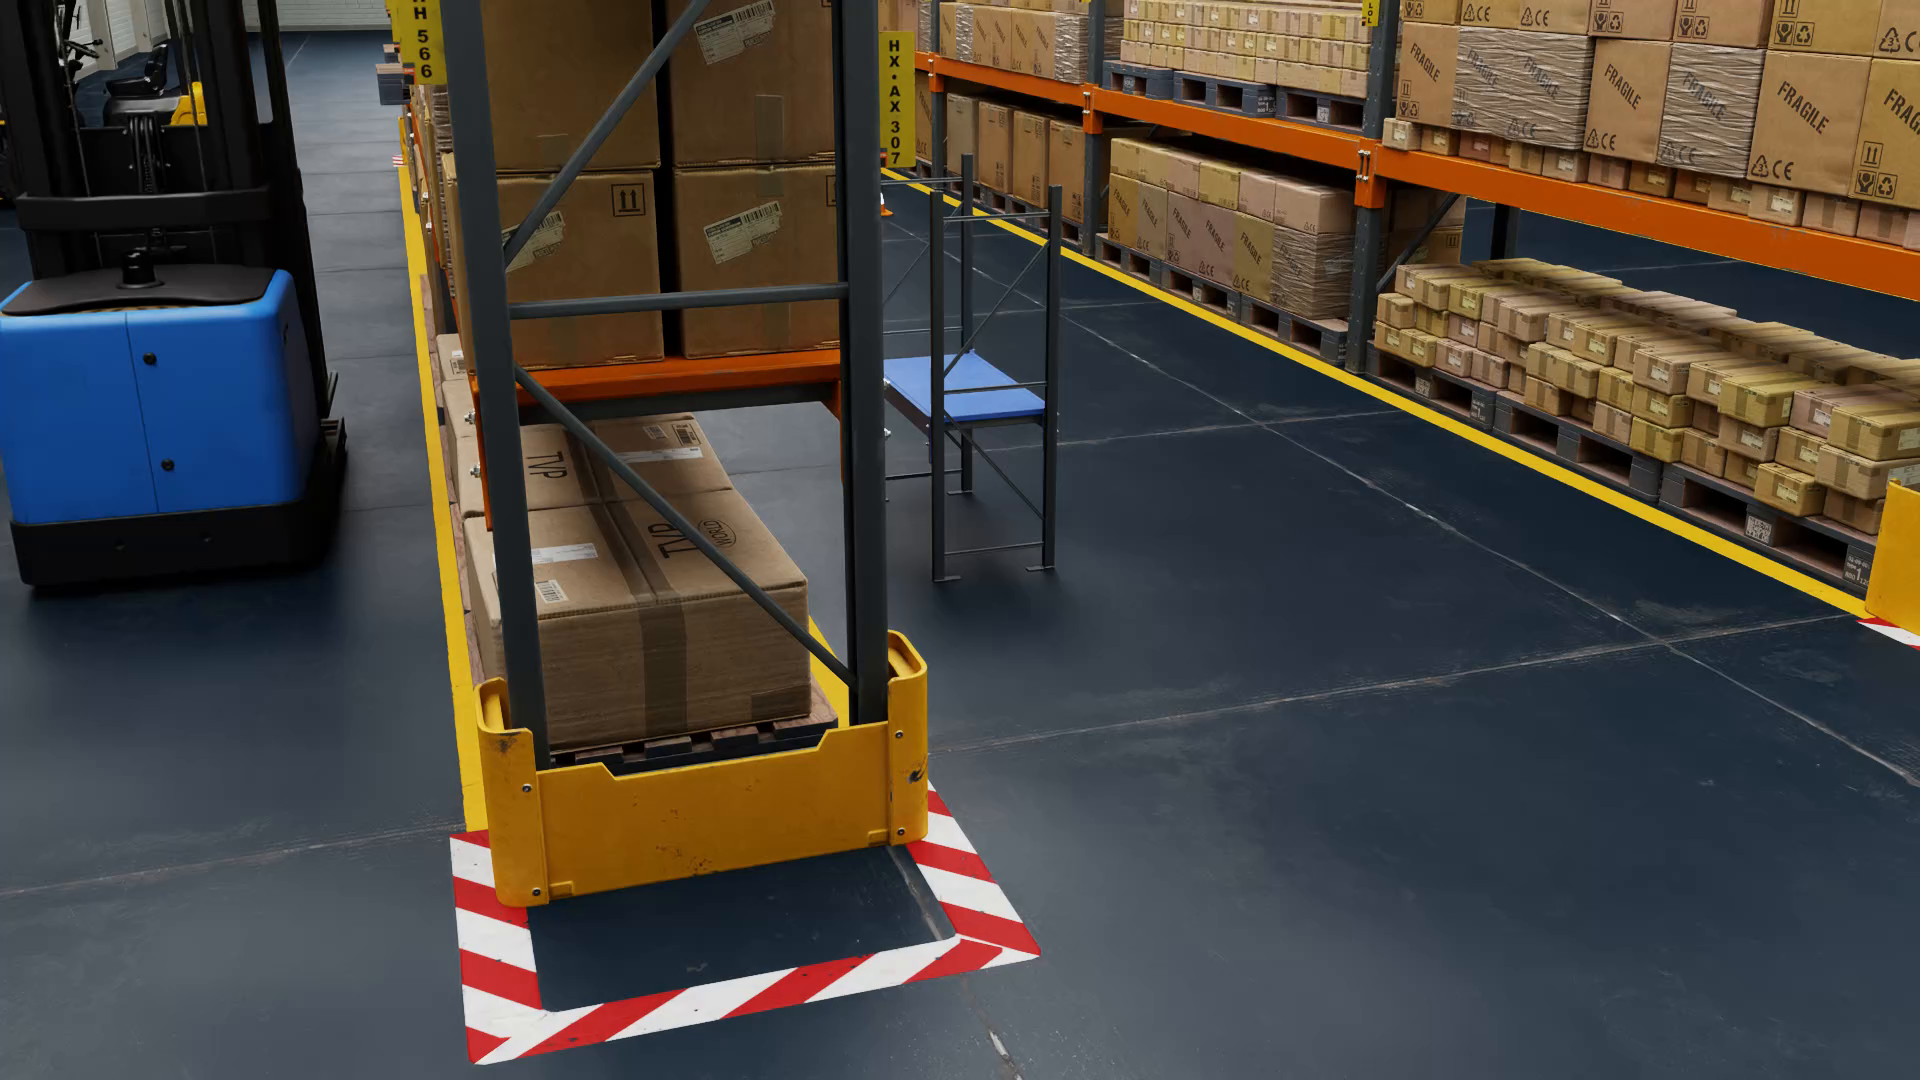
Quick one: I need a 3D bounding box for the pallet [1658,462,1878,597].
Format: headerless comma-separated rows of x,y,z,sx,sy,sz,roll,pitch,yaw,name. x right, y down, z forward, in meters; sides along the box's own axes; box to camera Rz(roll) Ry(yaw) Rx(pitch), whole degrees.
3.734,-0.118,6.933,1.003,0.211,1.213,-6,21,-17,pallet

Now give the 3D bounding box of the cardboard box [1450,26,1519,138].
2.801,-2.269,8.207,0.500,0.500,0.500,-6,21,-17,cardboard box

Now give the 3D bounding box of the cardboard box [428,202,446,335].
-2.216,-1.255,8.495,0.875,0.875,0.875,-6,21,-16,cardboard box

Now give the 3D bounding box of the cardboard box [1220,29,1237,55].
1.921,-3.253,10.845,0.380,0.149,0.250,-6,21,-15,cardboard box

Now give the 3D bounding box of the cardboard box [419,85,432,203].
-1.892,-1.574,6.713,0.500,0.500,0.500,-6,21,-17,cardboard box

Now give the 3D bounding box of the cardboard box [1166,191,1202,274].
1.772,-2.151,11.544,0.500,0.500,0.500,-7,21,-19,cardboard box

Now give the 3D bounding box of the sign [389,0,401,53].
-2.457,-2.314,7.325,0.100,0.325,0.005,-6,21,-17,sign

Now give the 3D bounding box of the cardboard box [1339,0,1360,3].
4.742,-5.989,18.566,0.875,0.500,0.500,-6,21,-17,cardboard box

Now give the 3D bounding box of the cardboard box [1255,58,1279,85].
2.079,-2.944,10.425,0.380,0.149,0.250,-7,21,-20,cardboard box

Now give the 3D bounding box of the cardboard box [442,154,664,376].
-1.091,-0.757,4.439,0.500,0.500,0.500,-6,21,-17,cardboard box

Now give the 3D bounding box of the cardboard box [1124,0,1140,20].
1.428,-3.898,12.202,0.380,0.149,0.250,-6,21,-17,cardboard box

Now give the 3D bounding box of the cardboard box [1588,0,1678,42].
3.099,-2.418,7.143,0.500,0.500,0.500,-7,21,-19,cardboard box

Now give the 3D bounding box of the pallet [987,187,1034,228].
0.909,-3.048,15.091,1.003,0.211,1.213,-6,21,-17,pallet

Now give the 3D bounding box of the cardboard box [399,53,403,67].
-3.803,-3.465,11.875,0.380,0.149,0.250,-7,21,-18,cardboard box

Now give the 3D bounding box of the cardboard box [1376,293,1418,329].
2.532,-1.271,9.174,0.380,0.149,0.250,-5,20,-15,cardboard box

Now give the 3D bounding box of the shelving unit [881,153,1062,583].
-0.027,-0.733,6.739,0.538,1.500,1.048,-6,21,-17,shelving unit

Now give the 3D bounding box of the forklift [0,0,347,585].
-3.451,-1.673,7.238,1.130,2.935,3.031,-6,21,-16,forklift

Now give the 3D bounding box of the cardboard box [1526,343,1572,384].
2.973,-0.859,8.028,0.380,0.149,0.250,-7,21,-18,cardboard box

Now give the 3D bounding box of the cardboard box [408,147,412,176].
-5.077,-3.669,16.140,0.500,0.250,0.500,-7,21,-19,cardboard box

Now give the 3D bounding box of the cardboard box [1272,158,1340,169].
2.415,-2.399,11.127,0.500,0.250,0.500,-6,20,-15,cardboard box

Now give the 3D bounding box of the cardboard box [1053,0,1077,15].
1.173,-4.534,13.475,0.700,0.500,0.500,-7,21,-18,cardboard box

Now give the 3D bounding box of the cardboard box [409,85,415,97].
-2.824,-2.635,9.298,0.500,0.250,0.500,-6,21,-16,cardboard box

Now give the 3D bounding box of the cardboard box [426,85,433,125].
-1.410,-1.554,5.179,0.500,0.500,0.500,-6,21,-17,cardboard box

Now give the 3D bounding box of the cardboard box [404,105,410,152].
-5.062,-4.015,15.995,0.500,0.500,0.500,-6,21,-16,cardboard box

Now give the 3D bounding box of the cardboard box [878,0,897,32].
-0.434,-5.700,18.126,0.875,0.550,0.500,-6,21,-17,cardboard box

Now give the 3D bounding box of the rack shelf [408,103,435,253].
-2.574,-2.170,9.585,1.077,0.370,4.000,-6,21,-17,rack shelf

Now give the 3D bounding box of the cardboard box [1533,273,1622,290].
3.284,-1.318,8.864,0.380,0.149,0.250,-7,21,-18,cardboard box

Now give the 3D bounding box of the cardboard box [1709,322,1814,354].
3.705,-0.902,7.707,0.380,0.149,0.250,-6,21,-16,cardboard box

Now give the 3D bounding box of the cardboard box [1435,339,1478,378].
2.743,-0.971,8.778,0.380,0.149,0.250,-6,21,-17,cardboard box

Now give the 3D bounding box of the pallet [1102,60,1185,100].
1.790,-3.401,12.232,1.213,0.211,1.003,-6,21,-17,pallet

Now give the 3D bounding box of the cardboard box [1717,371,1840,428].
3.346,-0.577,6.801,0.380,0.149,0.250,-7,21,-18,cardboard box

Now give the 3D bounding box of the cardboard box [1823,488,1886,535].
3.616,-0.144,6.477,0.380,0.149,0.250,-6,21,-16,cardboard box

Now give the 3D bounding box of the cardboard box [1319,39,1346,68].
2.326,-2.836,9.685,0.380,0.149,0.250,-6,21,-17,cardboard box

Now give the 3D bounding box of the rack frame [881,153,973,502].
-0.187,-0.896,7.193,0.500,1.500,0.032,-6,21,-17,rack frame

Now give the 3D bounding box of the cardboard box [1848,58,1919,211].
3.594,-1.446,5.916,0.500,0.500,0.500,-6,21,-16,cardboard box

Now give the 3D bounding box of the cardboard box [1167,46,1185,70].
1.670,-3.364,11.596,0.380,0.149,0.250,-5,20,-15,cardboard box

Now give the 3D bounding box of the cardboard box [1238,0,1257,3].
2.214,-3.795,11.915,0.380,0.149,0.250,-6,21,-16,cardboard box

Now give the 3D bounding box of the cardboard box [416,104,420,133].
-2.950,-2.564,9.840,0.500,0.250,0.500,-6,21,-15,cardboard box

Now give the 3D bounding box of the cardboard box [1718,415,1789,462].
3.378,-0.443,6.869,0.380,0.149,0.250,-7,21,-19,cardboard box

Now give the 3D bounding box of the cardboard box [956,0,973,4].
0.369,-5.352,15.751,0.700,0.500,0.500,-7,21,-18,cardboard box

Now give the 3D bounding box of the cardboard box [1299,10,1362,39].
2.246,-3.062,9.875,0.380,0.149,0.250,-7,21,-19,cardboard box

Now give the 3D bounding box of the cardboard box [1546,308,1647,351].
3.061,-1.008,8.001,0.380,0.149,0.250,-7,21,-19,cardboard box

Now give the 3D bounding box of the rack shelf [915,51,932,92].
-0.421,-5.296,18.287,1.077,0.370,4.000,-6,21,-17,rack shelf

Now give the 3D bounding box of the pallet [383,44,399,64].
-4.357,-4.083,14.131,1.003,0.211,1.213,-6,21,-17,pallet

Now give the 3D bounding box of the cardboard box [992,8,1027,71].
0.591,-4.357,14.461,0.500,0.500,0.500,-6,21,-16,cardboard box

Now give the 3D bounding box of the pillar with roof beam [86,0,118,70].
-12.635,-13.927,32.379,9.100,9.000,0.400,-6,21,-17,pillar with roof beam

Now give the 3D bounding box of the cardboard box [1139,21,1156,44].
1.514,-3.665,11.993,0.380,0.149,0.250,-5,20,-15,cardboard box

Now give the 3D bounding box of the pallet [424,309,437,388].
-2.646,-1.186,9.907,1.003,0.211,1.213,-6,21,-17,pallet

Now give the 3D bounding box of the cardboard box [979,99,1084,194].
0.788,-3.632,15.297,1.050,0.750,0.750,-6,21,-17,cardboard box

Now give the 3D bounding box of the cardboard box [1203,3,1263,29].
1.841,-3.478,11.032,0.380,0.149,0.250,-6,21,-16,cardboard box

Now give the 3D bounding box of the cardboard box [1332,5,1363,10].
2.628,-3.375,10.745,0.380,0.149,0.250,-6,21,-15,cardboard box

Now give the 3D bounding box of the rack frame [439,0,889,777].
-0.688,-0.583,4.103,1.000,3.000,0.127,-6,21,-17,rack frame

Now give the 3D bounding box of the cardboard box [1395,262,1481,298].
2.634,-1.429,9.173,0.380,0.149,0.250,-6,20,-15,cardboard box

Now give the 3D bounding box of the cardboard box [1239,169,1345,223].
2.099,-2.178,10.510,0.500,0.250,0.500,-5,20,-15,cardboard box

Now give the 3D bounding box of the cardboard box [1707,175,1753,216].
3.316,-1.428,6.826,0.380,0.149,0.250,-7,21,-20,cardboard box

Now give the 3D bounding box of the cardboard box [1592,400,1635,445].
3.141,-0.553,7.615,0.380,0.149,0.250,-6,21,-16,cardboard box

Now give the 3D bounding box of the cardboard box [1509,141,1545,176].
2.883,-1.851,8.003,0.380,0.149,0.250,-6,21,-16,cardboard box
